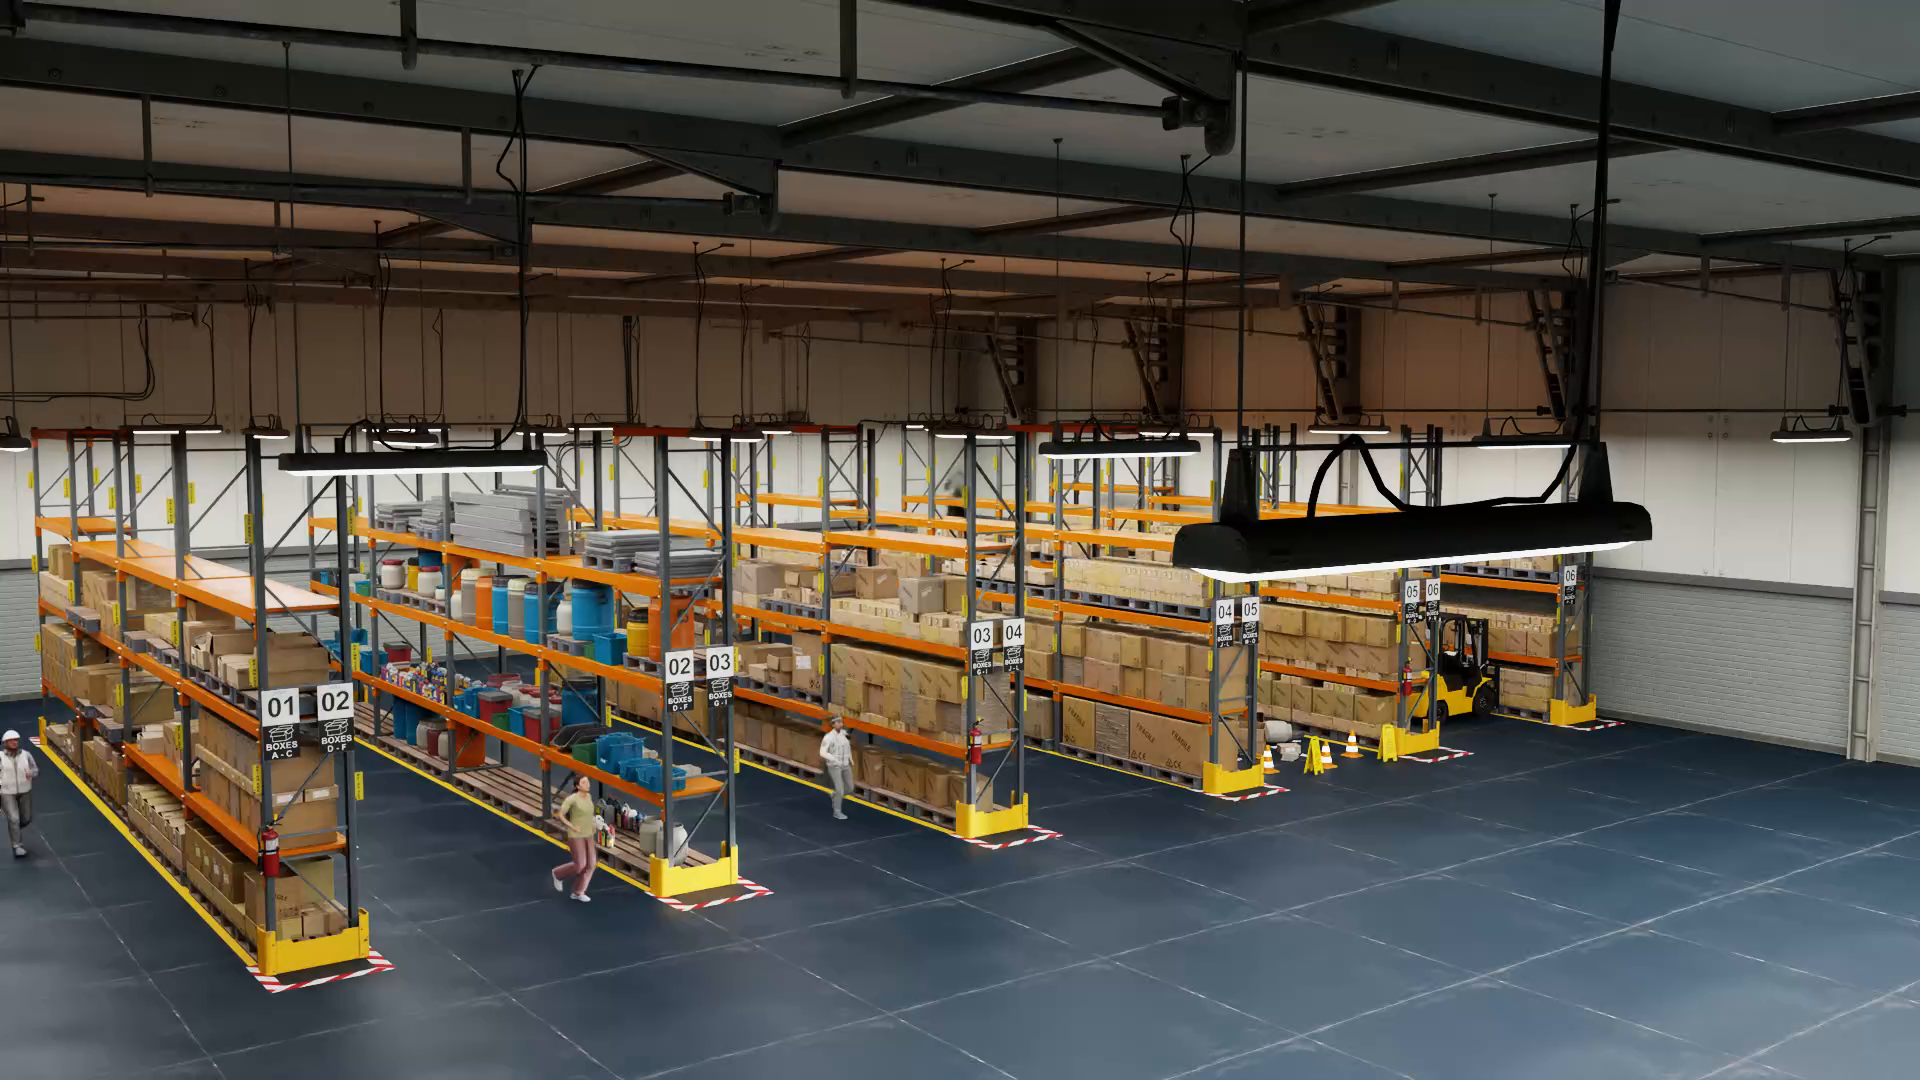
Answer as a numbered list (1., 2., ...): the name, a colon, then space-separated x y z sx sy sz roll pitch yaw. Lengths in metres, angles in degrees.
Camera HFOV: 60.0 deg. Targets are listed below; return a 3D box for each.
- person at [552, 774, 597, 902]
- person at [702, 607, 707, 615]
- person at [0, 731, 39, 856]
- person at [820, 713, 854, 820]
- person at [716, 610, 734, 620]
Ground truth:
1. person: -4.959 3.834 21.571 0.595 1.629 0.602 3 5 33
2. person: -6.019 2.426 39.188 0.731 1.753 0.649 -1 5 -15
3. person: -13.525 3.593 23.764 0.670 1.745 0.860 -4 6 -45
4. person: -1.878 3.486 25.730 0.612 1.648 0.571 -4 6 -40
5. person: -5.991 2.221 41.478 0.810 1.723 0.731 -2 5 -19
